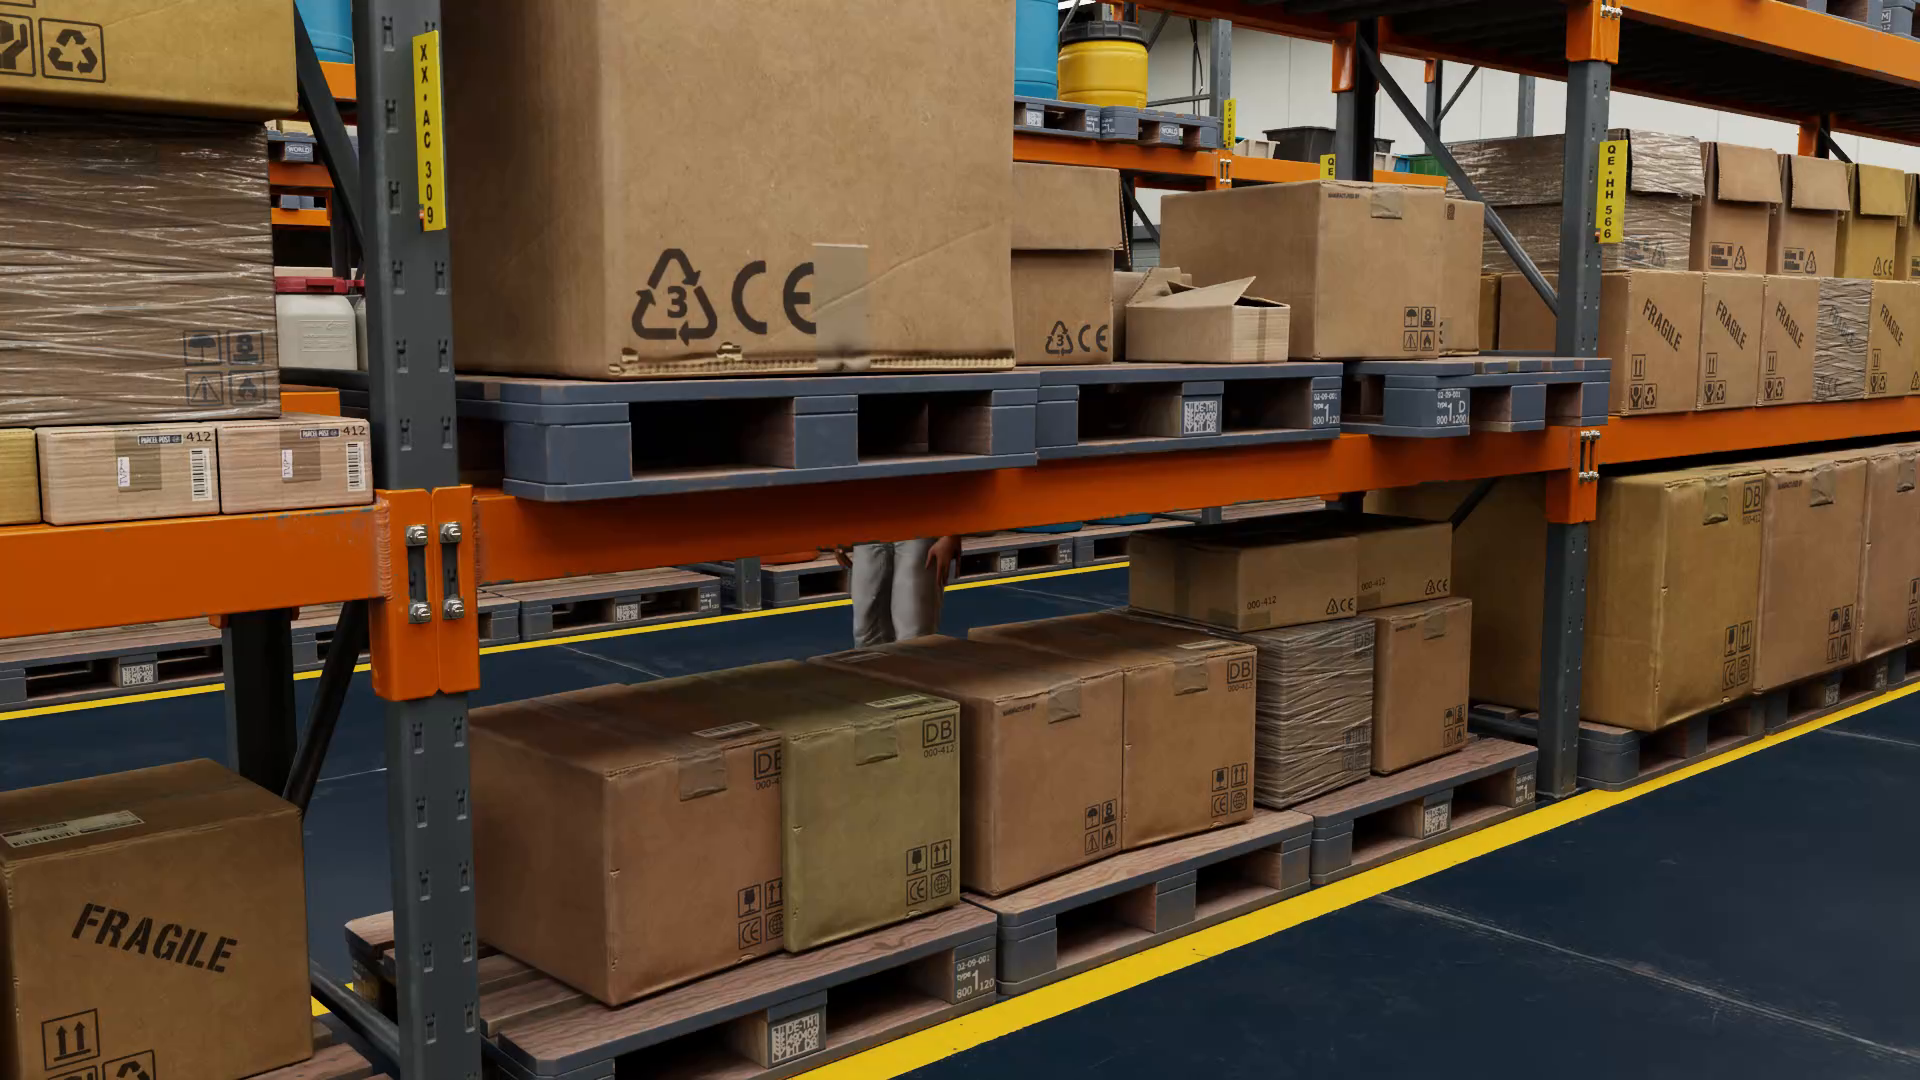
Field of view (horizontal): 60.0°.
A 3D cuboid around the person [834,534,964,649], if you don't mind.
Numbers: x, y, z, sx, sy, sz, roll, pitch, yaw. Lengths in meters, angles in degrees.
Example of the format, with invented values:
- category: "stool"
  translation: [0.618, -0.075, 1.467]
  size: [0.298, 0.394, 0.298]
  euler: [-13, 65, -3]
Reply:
- category: "person"
  translation: [-0.224, -0.035, 5.988]
  size: [0.467, 1.759, 0.629]
  euler: [-7, 10, -44]
